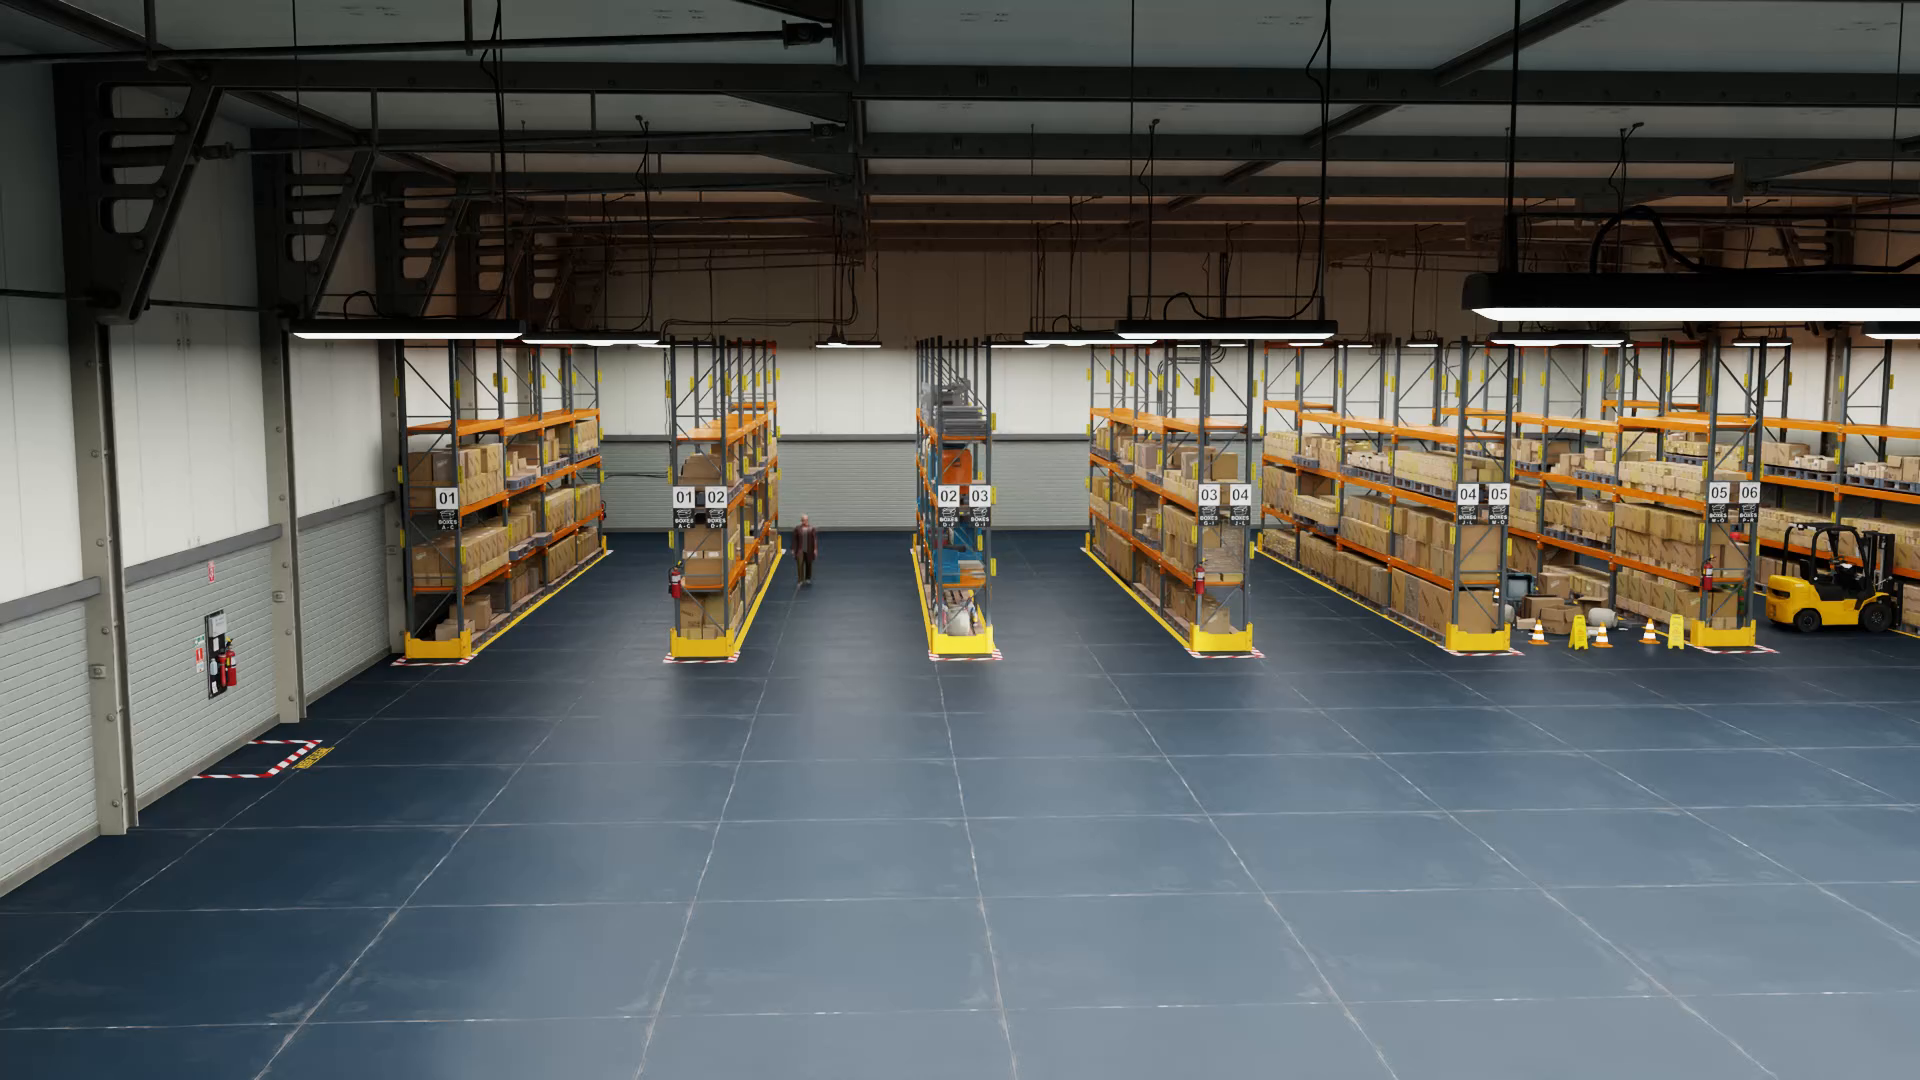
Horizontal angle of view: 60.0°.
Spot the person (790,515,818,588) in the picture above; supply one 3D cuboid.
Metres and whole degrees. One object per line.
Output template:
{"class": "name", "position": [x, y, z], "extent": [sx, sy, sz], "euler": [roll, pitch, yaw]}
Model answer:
{"class": "person", "position": [-3.785, 0.255, 40.367], "extent": [0.698, 1.719, 1.103], "euler": [0, 6, -2]}

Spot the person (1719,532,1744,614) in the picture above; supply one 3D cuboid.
{"class": "person", "position": [16.879, 0.721, 36.360], "extent": [0.612, 1.789, 0.732], "euler": [-1, 7, -8]}

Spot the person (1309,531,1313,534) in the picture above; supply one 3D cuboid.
{"class": "person", "position": [10.778, -0.837, 50.455], "extent": [0.820, 1.644, 0.443], "euler": [-4, 8, -33]}
